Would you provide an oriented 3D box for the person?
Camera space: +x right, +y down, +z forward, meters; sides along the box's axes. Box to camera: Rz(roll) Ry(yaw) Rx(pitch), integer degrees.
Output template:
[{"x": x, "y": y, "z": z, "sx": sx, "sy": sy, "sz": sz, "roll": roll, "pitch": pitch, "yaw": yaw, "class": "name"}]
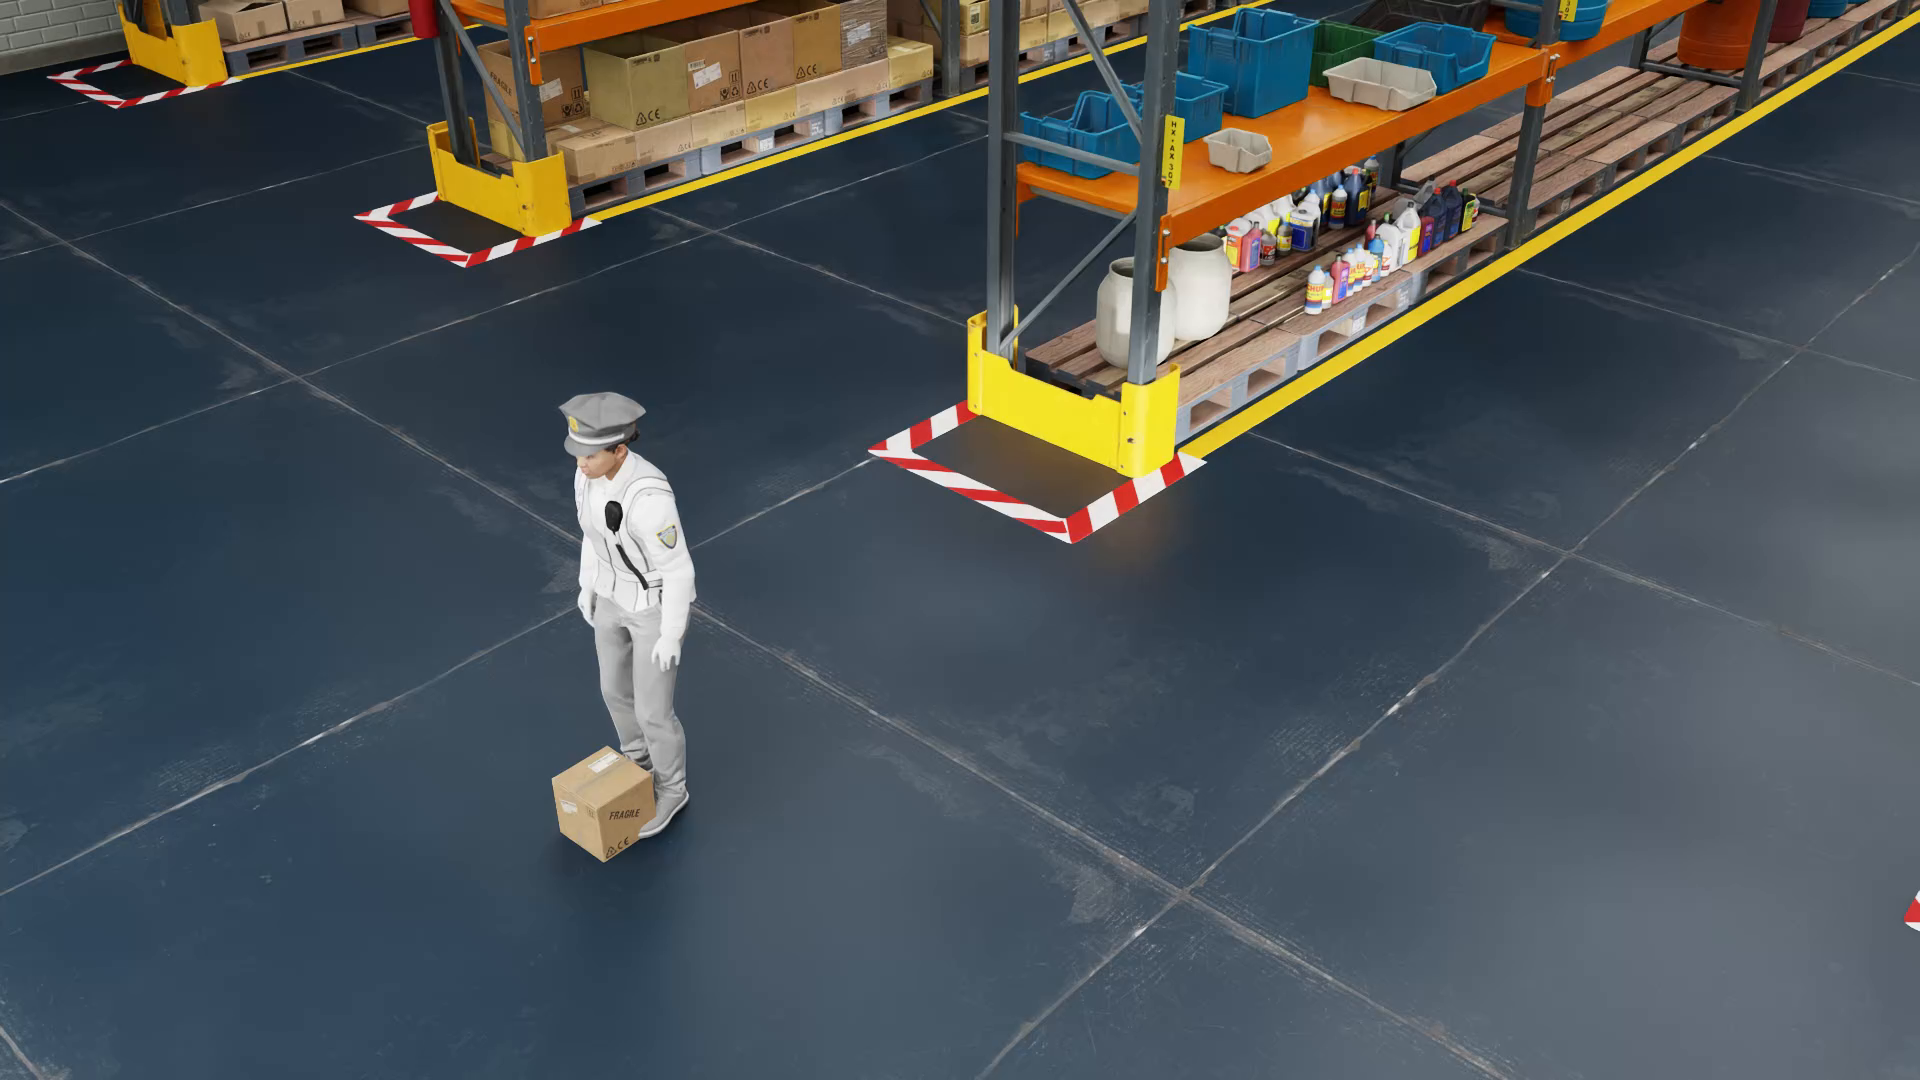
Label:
[{"x": -1.126, "y": 0.250, "z": 5.723, "sx": 0.528, "sy": 1.664, "sz": 0.403, "roll": 25, "pitch": 40, "yaw": 35, "class": "person"}]
